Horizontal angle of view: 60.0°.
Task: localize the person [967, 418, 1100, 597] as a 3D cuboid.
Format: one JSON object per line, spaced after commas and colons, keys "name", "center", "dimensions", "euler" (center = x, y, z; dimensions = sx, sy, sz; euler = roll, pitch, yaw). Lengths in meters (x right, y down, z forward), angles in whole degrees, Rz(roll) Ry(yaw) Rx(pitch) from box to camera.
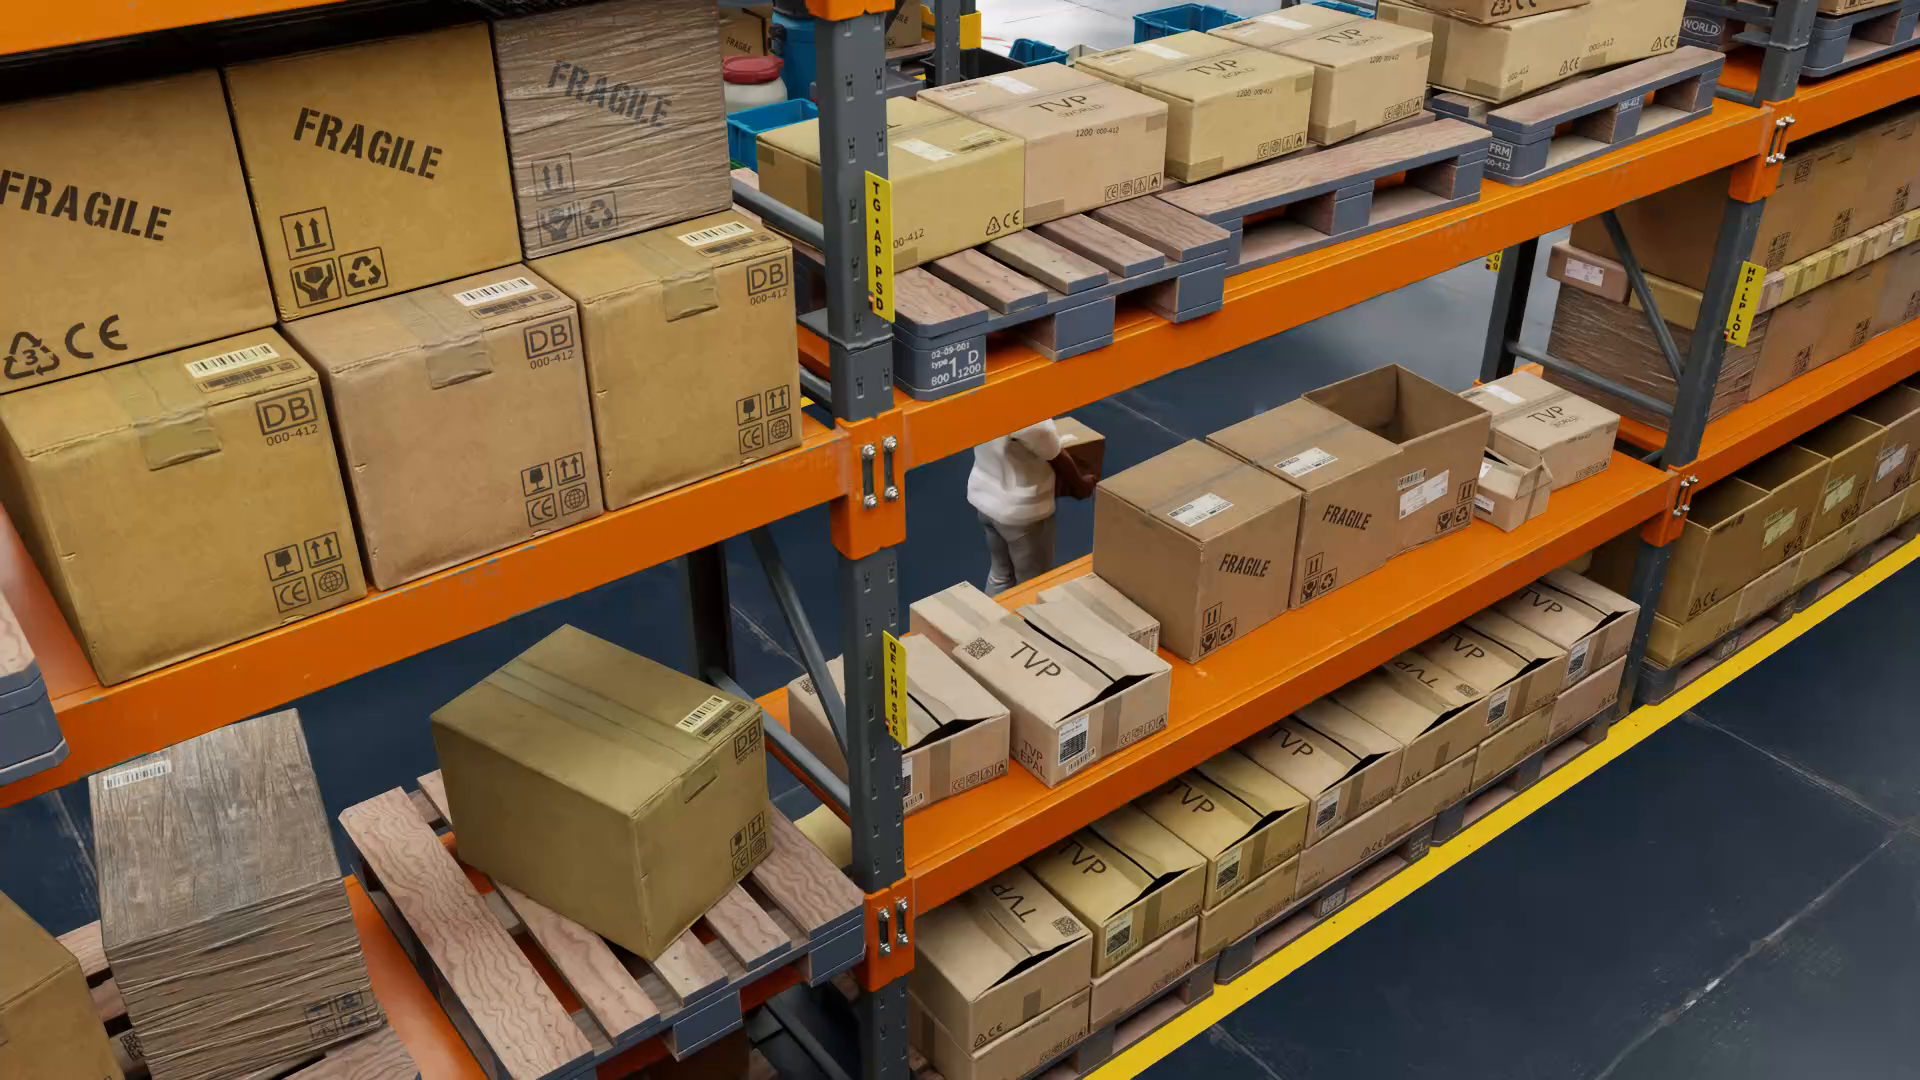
{"name": "person", "center": [0.304, -0.191, 7.425], "dimensions": [0.575, 1.760, 0.504], "euler": [-21, 38, -30]}
